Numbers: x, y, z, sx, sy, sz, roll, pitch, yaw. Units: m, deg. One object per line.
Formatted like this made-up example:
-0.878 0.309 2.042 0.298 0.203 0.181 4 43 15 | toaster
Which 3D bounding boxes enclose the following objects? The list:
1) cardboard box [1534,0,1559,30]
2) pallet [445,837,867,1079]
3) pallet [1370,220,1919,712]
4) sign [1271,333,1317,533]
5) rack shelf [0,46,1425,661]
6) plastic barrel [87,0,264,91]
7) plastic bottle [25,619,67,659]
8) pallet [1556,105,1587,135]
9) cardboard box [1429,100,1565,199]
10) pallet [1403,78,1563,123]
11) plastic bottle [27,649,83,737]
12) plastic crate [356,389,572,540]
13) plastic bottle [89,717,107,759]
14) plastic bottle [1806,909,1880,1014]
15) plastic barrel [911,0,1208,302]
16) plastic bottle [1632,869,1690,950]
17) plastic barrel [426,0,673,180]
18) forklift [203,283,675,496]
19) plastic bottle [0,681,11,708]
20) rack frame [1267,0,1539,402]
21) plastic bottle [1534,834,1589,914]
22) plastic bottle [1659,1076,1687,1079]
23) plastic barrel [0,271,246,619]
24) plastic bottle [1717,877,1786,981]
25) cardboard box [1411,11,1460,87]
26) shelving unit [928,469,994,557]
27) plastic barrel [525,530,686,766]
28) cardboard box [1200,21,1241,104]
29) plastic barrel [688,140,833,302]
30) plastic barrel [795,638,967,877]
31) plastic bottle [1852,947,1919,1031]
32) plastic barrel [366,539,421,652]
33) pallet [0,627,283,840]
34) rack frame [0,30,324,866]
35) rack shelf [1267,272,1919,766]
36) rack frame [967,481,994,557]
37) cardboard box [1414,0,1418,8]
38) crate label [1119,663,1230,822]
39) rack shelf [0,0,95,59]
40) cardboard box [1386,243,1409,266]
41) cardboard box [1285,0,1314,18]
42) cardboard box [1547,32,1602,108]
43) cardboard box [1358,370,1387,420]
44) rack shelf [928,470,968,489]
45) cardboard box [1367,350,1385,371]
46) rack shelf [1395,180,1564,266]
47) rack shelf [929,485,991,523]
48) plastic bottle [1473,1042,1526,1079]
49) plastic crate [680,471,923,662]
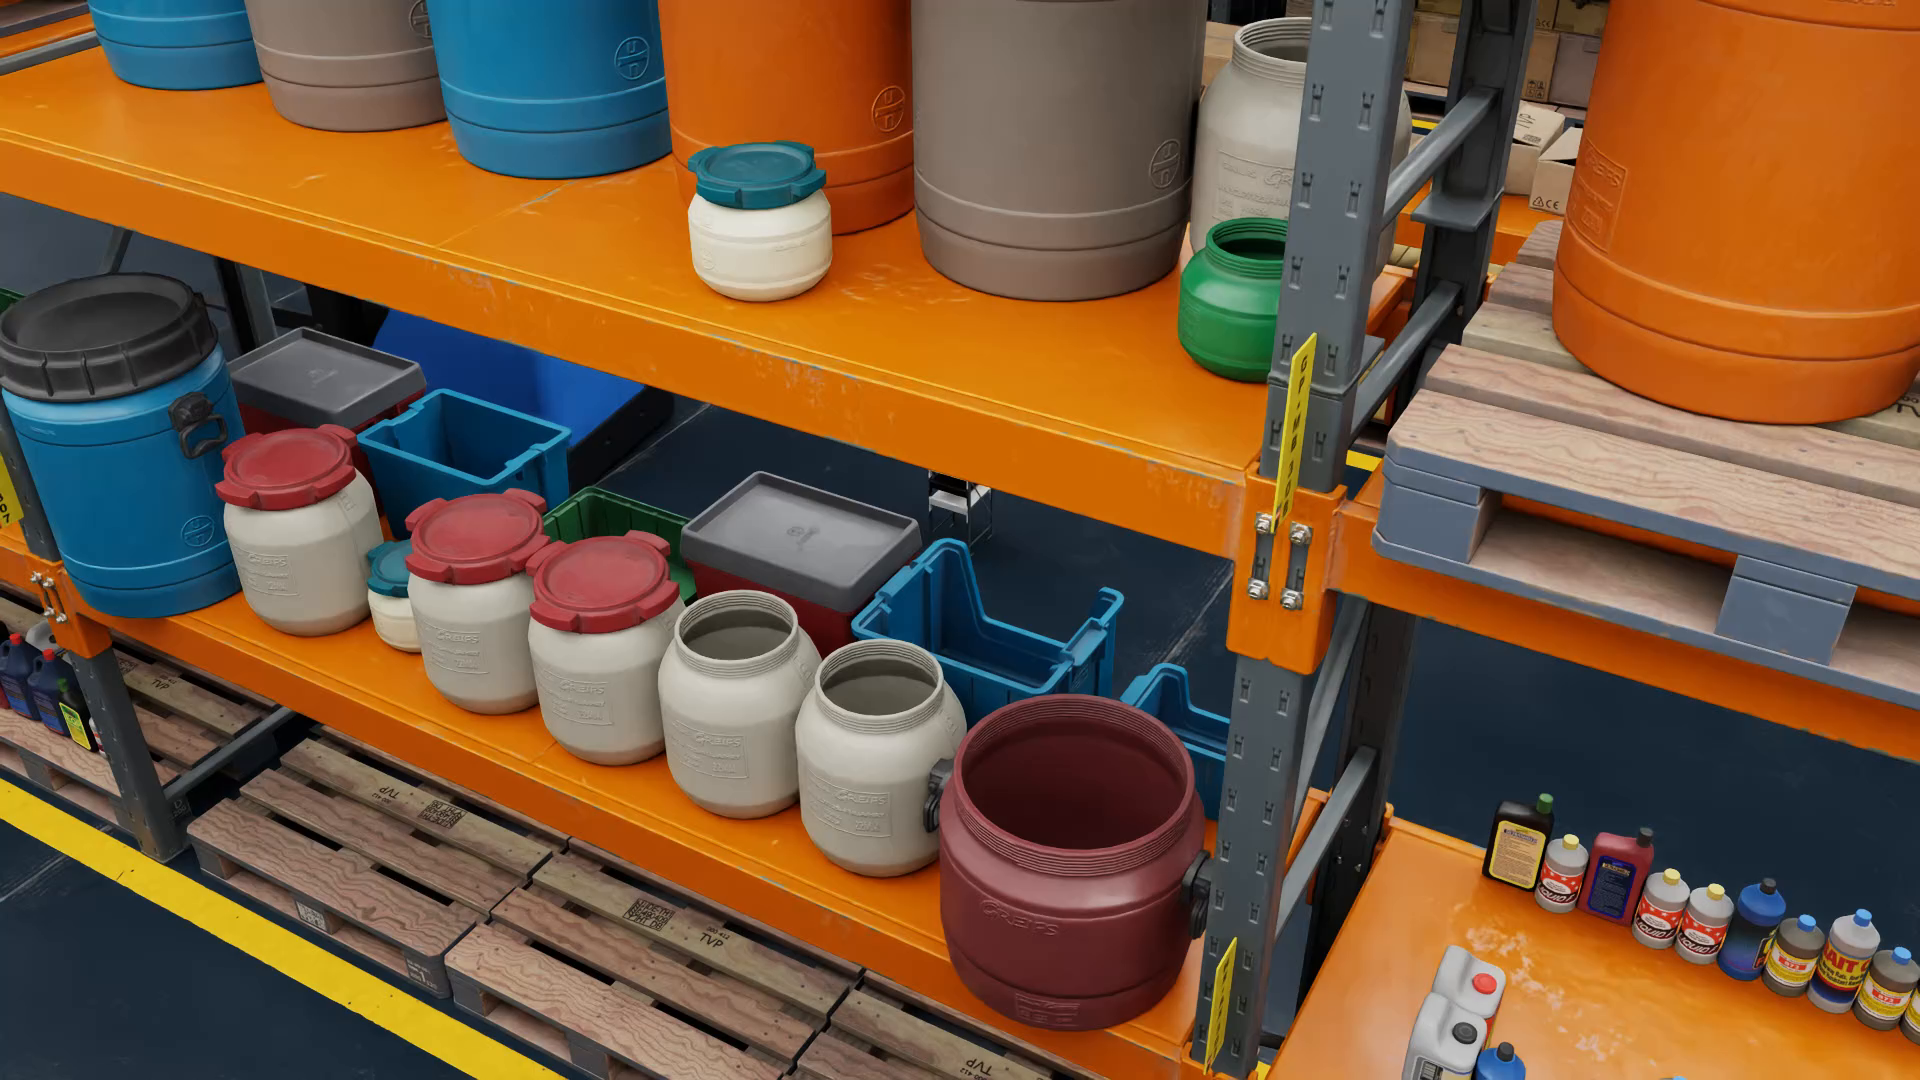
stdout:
4.157 -3.952 12.161 0.500 0.250 0.500 17 37 24 | cardboard box
-0.903 1.362 5.515 1.213 0.211 1.003 18 37 24 | pallet
1.421 -0.144 2.723 1.213 0.211 1.003 18 37 24 | pallet
0.539 -0.169 2.686 0.005 0.325 0.100 18 37 24 | sign
-0.931 -0.730 4.083 4.000 0.370 1.077 18 37 24 | rack shelf
-2.118 -1.753 4.517 0.708 0.901 0.600 18 37 24 | plastic barrel
-3.485 0.450 6.428 0.135 0.276 0.152 18 37 24 | plastic bottle
5.043 -3.054 12.145 1.213 0.211 1.003 18 37 24 | pallet
2.586 -1.916 8.001 0.500 0.311 0.500 17 37 24 | cardboard box
3.988 -3.390 12.650 1.213 0.211 1.003 18 37 24 | pallet
-3.370 0.550 6.211 0.185 0.351 0.144 17 37 23 | plastic bottle
-1.555 -0.171 5.315 0.575 0.384 0.392 18 37 24 | plastic crate
-3.137 0.701 6.119 0.097 0.201 0.097 0 34 0 | plastic bottle
1.998 0.939 3.749 0.097 0.271 0.097 0 34 0 | plastic bottle
0.200 -1.019 3.415 0.600 0.901 0.600 0 34 0 | plastic barrel
1.660 0.862 3.929 0.097 0.201 0.097 0 34 0 | plastic bottle
-0.983 -1.393 3.977 0.708 0.901 0.600 18 37 24 | plastic barrel
-3.051 -1.932 8.007 3.031 2.935 1.130 13 36 19 | forklift
-3.698 0.500 6.346 0.133 0.283 0.061 20 39 27 | plastic bottle
0.805 -1.728 2.226 0.127 3.000 1.000 18 37 24 | rack frame
1.459 0.798 4.024 0.097 0.201 0.097 0 34 0 | plastic bottle
1.468 1.188 3.439 0.097 0.201 0.097 0 34 0 | plastic bottle
-2.482 -0.288 5.024 0.708 0.901 0.600 18 37 24 | plastic barrel
1.829 0.886 3.829 0.097 0.271 0.097 0 34 0 | plastic bottle
3.792 -3.769 12.562 0.500 0.500 0.700 18 38 25 | cardboard box
0.007 -0.372 7.497 0.210 0.900 0.258 18 37 24 | shelving unit
-0.933 0.302 4.468 0.433 0.535 0.433 0 34 0 | plastic barrel
1.345 -2.254 8.338 0.500 0.500 0.500 18 38 24 | cardboard box
-0.415 -0.659 3.452 0.301 0.262 0.301 0 34 0 | plastic barrel
-0.194 0.542 4.129 0.421 0.512 0.421 0 34 0 | plastic barrel
2.082 0.995 3.728 0.097 0.201 0.097 0 34 0 | plastic bottle
-1.594 0.164 4.922 0.301 0.262 0.301 0 34 0 | plastic barrel
-3.230 0.625 6.621 1.213 0.211 1.003 18 37 24 | pallet
-2.667 -0.331 5.541 0.127 3.000 1.000 18 37 24 | rack frame
2.542 0.370 2.431 4.000 0.370 1.077 18 37 24 | rack shelf
0.095 -0.344 7.455 0.006 0.900 0.240 18 37 24 | rack frame
3.280 -4.240 12.592 0.500 0.250 0.500 17 37 23 | cardboard box
0.626 0.542 4.380 0.416 0.233 0.303 18 37 24 | crate label
-4.404 -1.830 5.735 4.000 0.370 1.077 18 37 24 | rack shelf
2.056 -1.445 8.809 0.500 0.311 0.500 17 37 23 | cardboard box
2.896 -4.047 12.979 0.500 0.500 0.700 19 38 26 | cardboard box
4.681 -3.512 12.176 0.500 0.500 0.700 18 37 24 | cardboard box
2.239 -0.811 8.364 0.500 0.250 0.500 17 37 24 | cardboard box
0.007 -0.345 7.516 0.200 0.077 0.258 18 37 24 | rack shelf
2.235 -1.043 8.206 0.500 0.311 0.500 17 37 24 | cardboard box
1.530 -1.864 8.492 4.000 0.370 1.077 18 37 24 | rack shelf
0.007 -0.195 7.615 0.200 0.077 0.258 18 37 24 | rack shelf
1.108 1.142 3.445 0.097 0.271 0.097 0 34 0 | plastic bottle
-0.446 0.151 4.760 0.583 0.464 0.402 18 37 24 | plastic crate
